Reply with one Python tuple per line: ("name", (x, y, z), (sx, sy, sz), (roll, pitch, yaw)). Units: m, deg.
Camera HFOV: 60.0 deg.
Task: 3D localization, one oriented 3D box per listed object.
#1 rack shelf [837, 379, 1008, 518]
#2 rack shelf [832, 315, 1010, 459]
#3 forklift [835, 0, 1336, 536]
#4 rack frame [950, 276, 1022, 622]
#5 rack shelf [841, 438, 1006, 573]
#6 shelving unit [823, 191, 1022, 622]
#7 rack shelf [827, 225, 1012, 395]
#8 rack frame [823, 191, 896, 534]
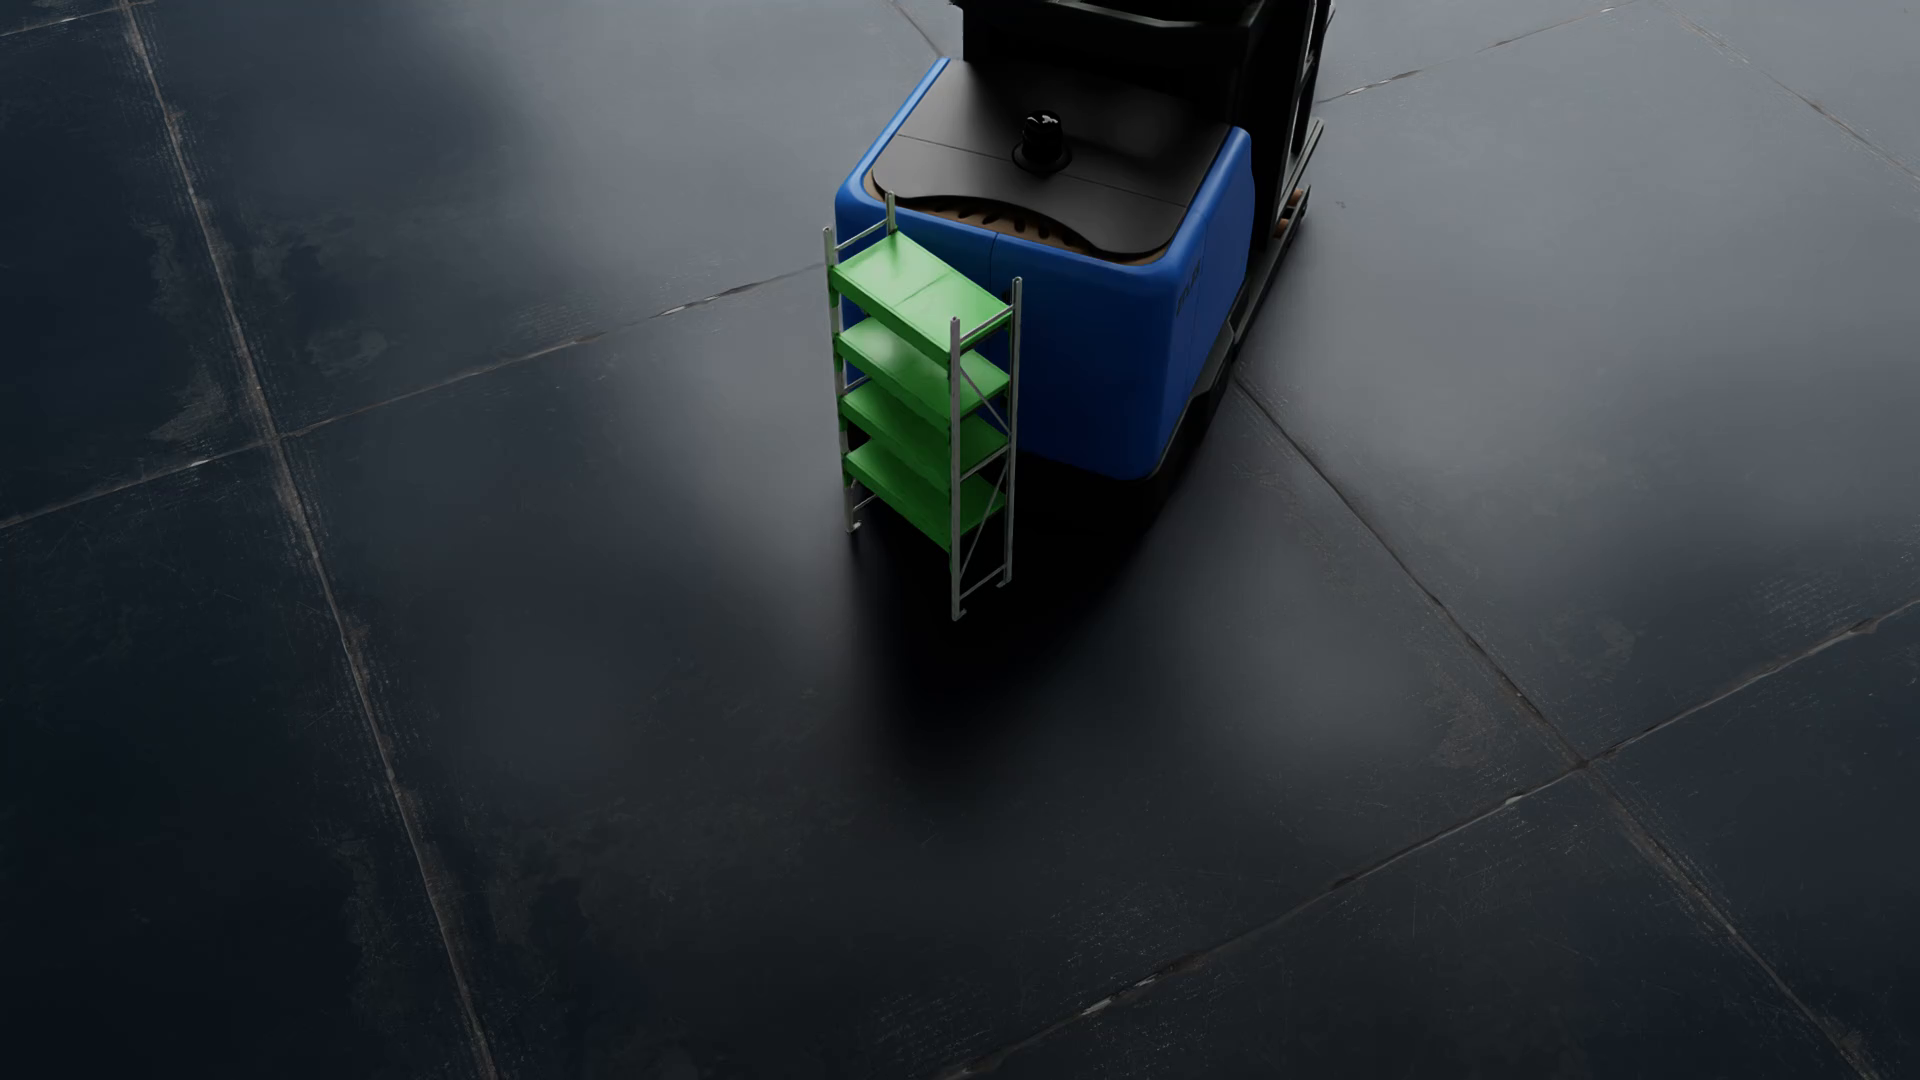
("rack shelf", (-0.101, -0.304, 4.804), (0.258, 0.148, 0.480), (-35, 58, -27))
("rack shelf", (-0.101, -0.462, 4.623), (0.258, 0.148, 0.480), (-35, 58, -27))
("forklift", (0.663, -2.107, 5.145), (1.130, 2.935, 3.031), (17, 51, 15))
("rack frame", (0.067, -0.213, 4.639), (0.240, 1.200, 0.015), (-35, 58, -27))
("rack shelf", (-0.101, -0.146, 4.984), (0.258, 0.148, 0.480), (-35, 58, -27))
("shelving unit", (-0.101, -0.346, 4.756), (0.258, 1.200, 0.503), (-35, 58, -27))
("rack shelf", (-0.101, -0.620, 4.442), (0.258, 0.148, 0.480), (-35, 58, -27))
("rack frame", (-0.268, -0.480, 4.872), (0.240, 1.200, 0.015), (-35, 58, -27))
